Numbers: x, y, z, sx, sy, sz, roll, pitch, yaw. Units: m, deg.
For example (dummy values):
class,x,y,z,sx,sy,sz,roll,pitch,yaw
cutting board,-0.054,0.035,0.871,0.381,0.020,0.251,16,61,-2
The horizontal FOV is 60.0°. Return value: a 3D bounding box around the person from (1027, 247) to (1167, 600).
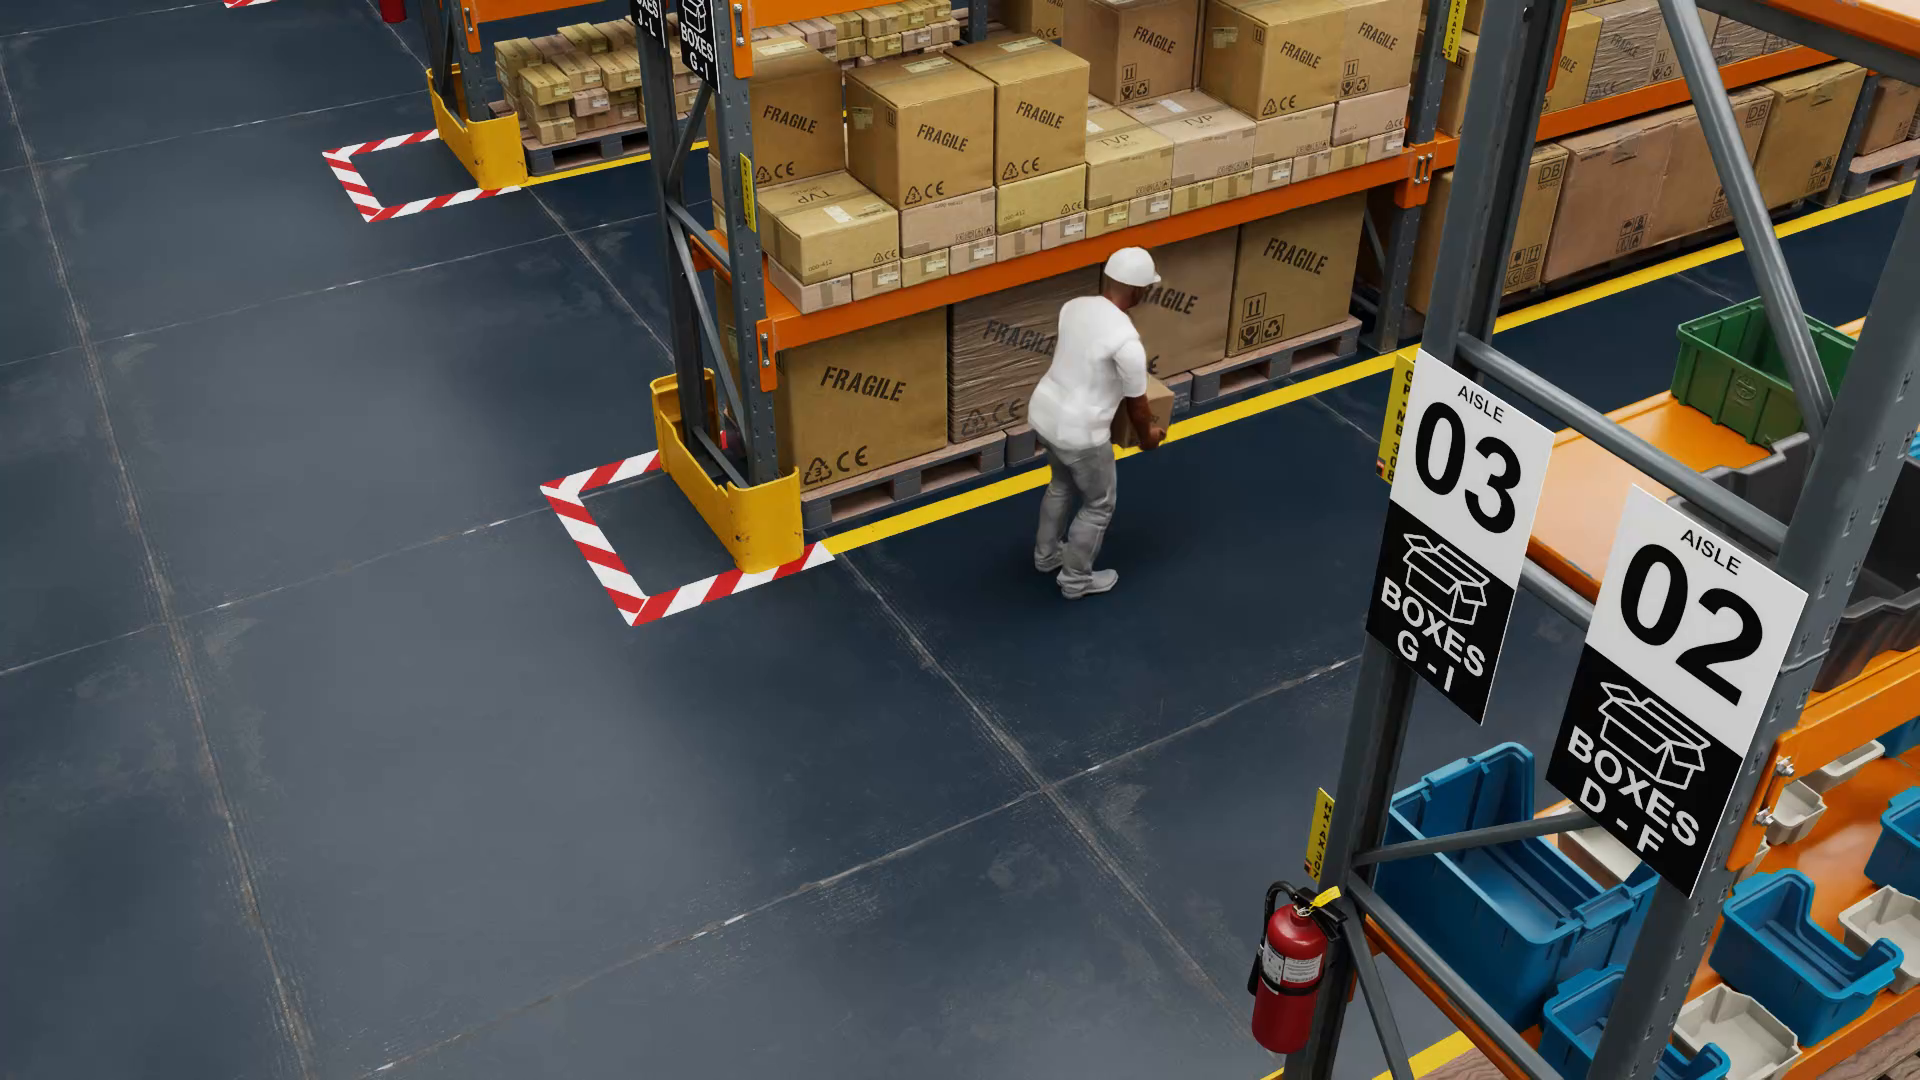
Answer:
class,x,y,z,sx,sy,sz,roll,pitch,yaw
person,0.623,-0.547,7.701,0.625,1.697,0.495,-20,41,-25
